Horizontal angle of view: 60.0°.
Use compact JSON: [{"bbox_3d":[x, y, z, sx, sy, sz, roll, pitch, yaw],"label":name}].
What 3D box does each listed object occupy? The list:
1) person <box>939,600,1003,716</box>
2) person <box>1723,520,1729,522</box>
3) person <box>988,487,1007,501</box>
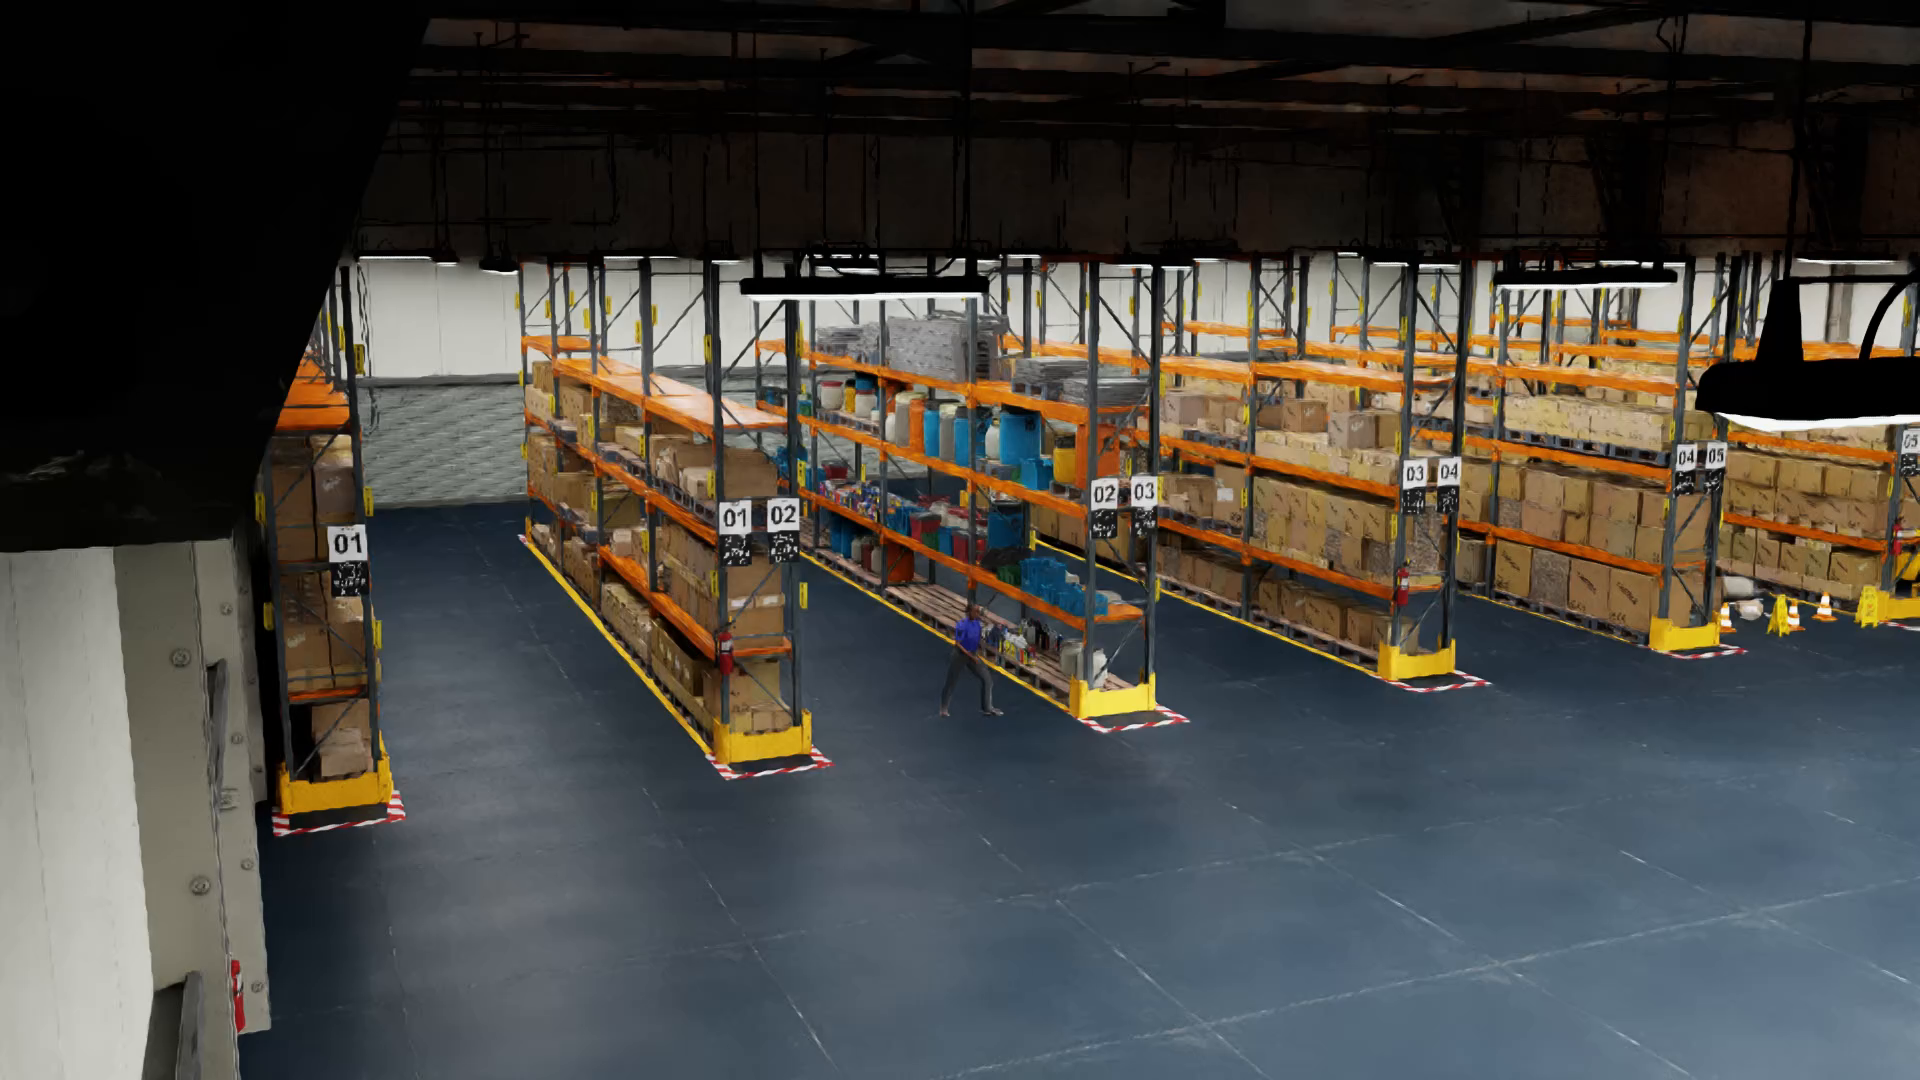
[{"bbox_3d":[0.102,1.561,22.055,0.616,1.599,0.772,-9,14,-41],"label":"person"},{"bbox_3d":[15.344,-0.552,33.202,0.494,1.725,0.577,2,10,9],"label":"person"},{"bbox_3d":[0.708,-0.739,34.128,0.605,1.755,0.734,1,10,5],"label":"person"}]
